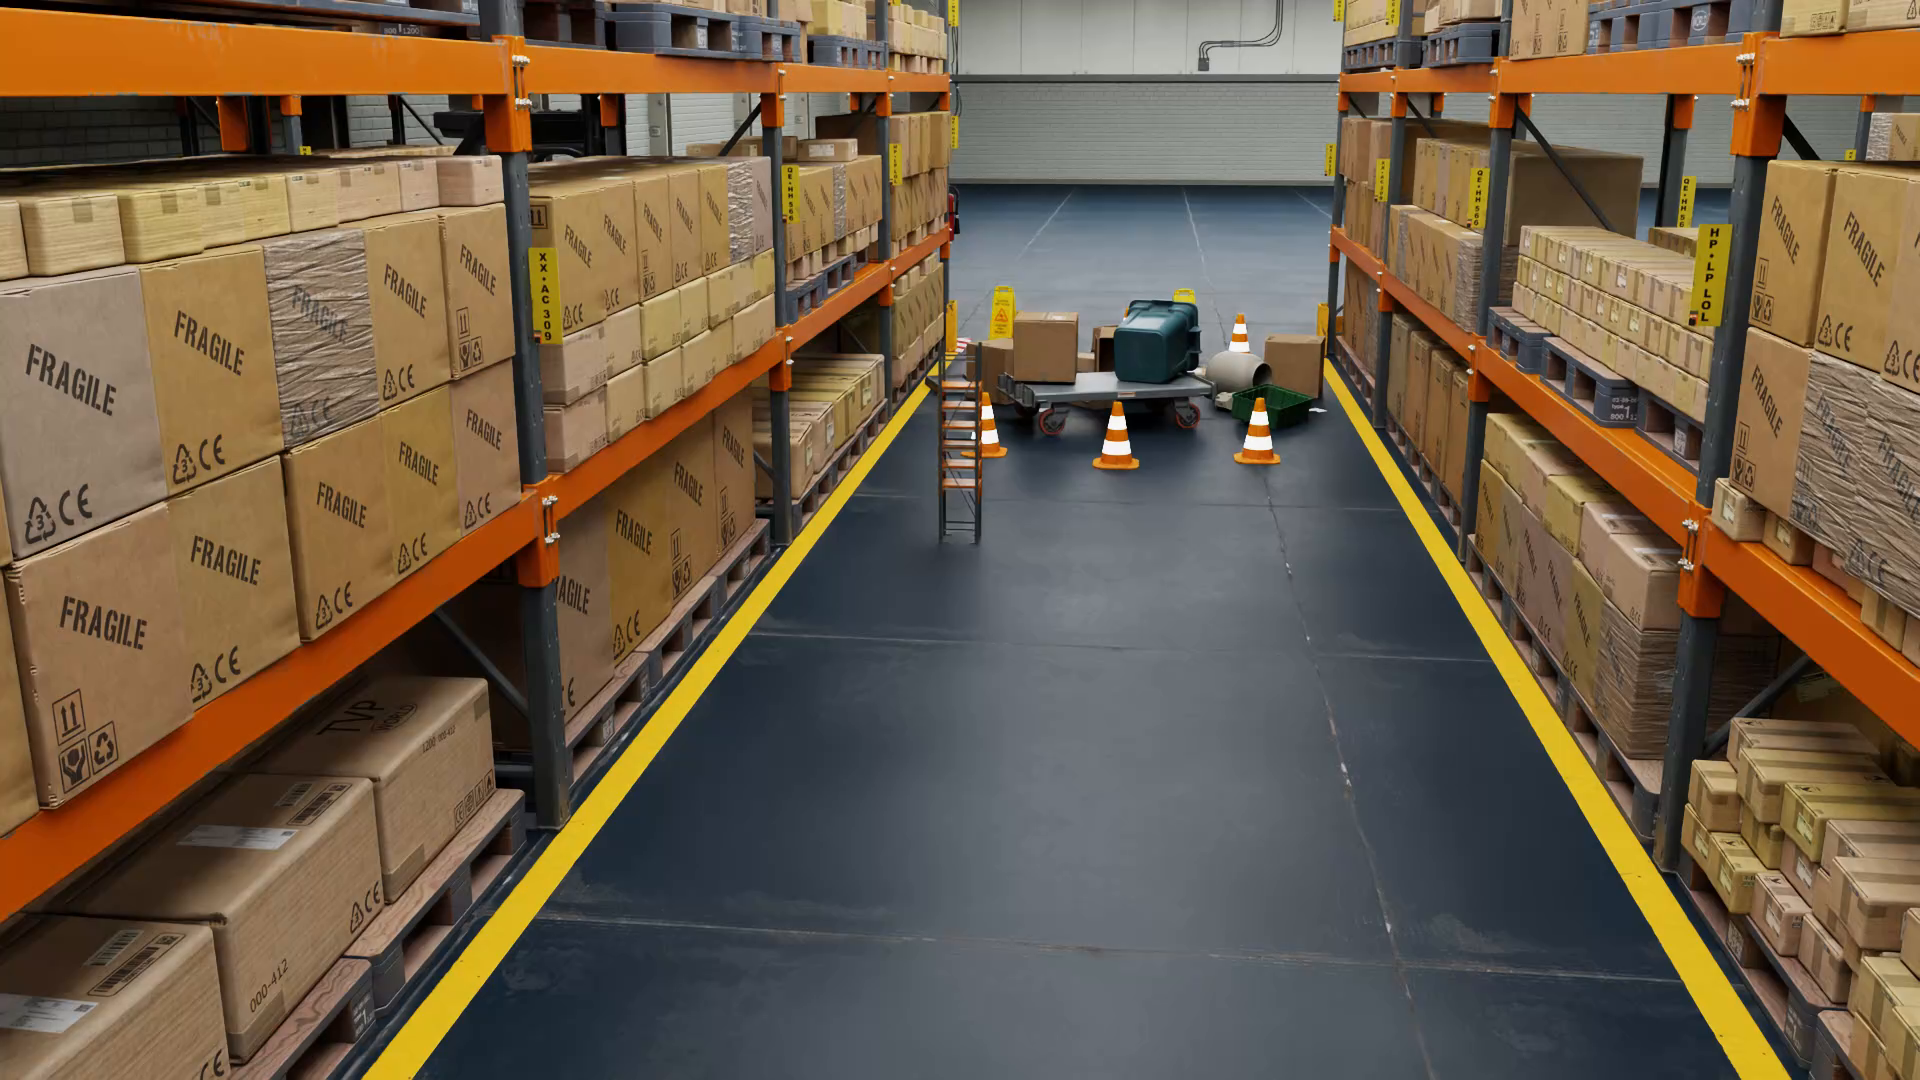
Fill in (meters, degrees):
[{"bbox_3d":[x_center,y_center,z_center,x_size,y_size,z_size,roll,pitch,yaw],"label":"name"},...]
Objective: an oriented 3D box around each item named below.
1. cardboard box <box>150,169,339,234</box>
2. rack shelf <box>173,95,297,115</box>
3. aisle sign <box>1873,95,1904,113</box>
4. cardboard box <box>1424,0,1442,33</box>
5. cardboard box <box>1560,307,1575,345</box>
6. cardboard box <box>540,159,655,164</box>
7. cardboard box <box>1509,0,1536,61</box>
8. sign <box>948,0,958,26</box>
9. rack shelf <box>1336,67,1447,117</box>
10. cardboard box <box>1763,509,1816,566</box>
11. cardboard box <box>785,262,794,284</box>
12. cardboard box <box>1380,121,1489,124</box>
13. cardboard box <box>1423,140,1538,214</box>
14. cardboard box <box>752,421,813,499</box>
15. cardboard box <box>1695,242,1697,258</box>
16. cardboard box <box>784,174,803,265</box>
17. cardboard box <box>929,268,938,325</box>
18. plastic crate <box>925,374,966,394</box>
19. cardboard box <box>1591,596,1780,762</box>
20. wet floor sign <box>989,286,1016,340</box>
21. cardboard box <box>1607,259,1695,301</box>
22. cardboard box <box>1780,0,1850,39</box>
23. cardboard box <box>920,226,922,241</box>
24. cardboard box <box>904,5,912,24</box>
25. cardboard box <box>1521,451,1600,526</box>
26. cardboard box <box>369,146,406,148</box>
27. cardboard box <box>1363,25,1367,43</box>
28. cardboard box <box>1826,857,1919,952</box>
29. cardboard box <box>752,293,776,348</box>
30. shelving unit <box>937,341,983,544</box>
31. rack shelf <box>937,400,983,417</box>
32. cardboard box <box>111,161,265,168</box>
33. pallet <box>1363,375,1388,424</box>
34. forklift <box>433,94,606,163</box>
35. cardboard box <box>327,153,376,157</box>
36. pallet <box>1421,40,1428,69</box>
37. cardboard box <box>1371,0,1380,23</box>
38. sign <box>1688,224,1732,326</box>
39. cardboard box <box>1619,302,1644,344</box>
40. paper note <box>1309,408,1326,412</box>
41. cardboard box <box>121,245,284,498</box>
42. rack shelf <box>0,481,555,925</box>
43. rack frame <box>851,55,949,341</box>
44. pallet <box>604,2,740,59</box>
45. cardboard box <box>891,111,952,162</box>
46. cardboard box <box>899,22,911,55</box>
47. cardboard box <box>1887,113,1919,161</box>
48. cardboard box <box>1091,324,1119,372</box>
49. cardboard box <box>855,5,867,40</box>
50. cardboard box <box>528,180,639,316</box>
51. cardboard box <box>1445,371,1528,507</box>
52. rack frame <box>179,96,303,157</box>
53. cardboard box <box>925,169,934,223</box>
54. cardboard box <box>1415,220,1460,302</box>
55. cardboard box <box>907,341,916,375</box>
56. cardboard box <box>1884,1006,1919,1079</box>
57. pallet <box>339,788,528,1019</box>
[{"bbox_3d":[-1.867,-0.888,4.349,0.380,0.149,0.250,2,15,6],"label":"cardboard box"},{"bbox_3d":[-6.225,-3.197,11.869,1.077,0.370,4.000,2,15,6],"label":"rack shelf"},{"bbox_3d":[8.940,-4.495,16.058,0.394,0.787,0.004,2,15,6],"label":"aisle sign"},{"bbox_3d":[3.546,-3.835,12.112,0.258,0.266,0.396,1,15,5],"label":"cardboard box"},{"bbox_3d":[3.043,-1.005,7.809,0.380,0.149,0.250,2,15,8],"label":"cardboard box"},{"bbox_3d":[-1.864,-1.713,8.645,0.500,0.500,0.500,2,15,6],"label":"cardboard box"},{"bbox_3d":[3.082,-2.668,8.346,0.500,0.500,0.500,2,15,6],"label":"cardboard box"},{"bbox_3d":[-0.067,-5.361,16.798,0.100,0.325,0.005,2,15,6],"label":"sign"},{"bbox_3d":[4.088,-3.969,14.727,1.077,0.370,4.000,2,15,6],"label":"rack shelf"},{"bbox_3d":[2.647,-0.021,4.973,0.380,0.149,0.250,2,15,8],"label":"cardboard box"},{"bbox_3d":[-1.232,-1.665,10.248,0.380,0.149,0.250,1,15,3],"label":"cardboard box"},{"bbox_3d":[4.082,-3.320,14.339,0.875,0.550,0.550,2,15,6],"label":"cardboard box"},{"bbox_3d":[3.756,-2.618,11.992,0.700,0.500,0.500,1,15,5],"label":"cardboard box"},{"bbox_3d":[-1.445,-0.513,10.541,0.950,0.372,0.625,1,15,2],"label":"cardboard box"},{"bbox_3d":[3.725,-1.338,7.901,0.380,0.149,0.250,2,15,8],"label":"cardboard box"},{"bbox_3d":[-1.238,-1.937,10.011,0.500,0.500,0.500,1,15,5],"label":"cardboard box"},{"bbox_3d":[-0.503,-2.393,16.293,0.500,0.500,0.500,2,15,8],"label":"cardboard box"},{"bbox_3d":[-0.075,-1.443,15.346,0.402,0.080,0.583,-4,16,-13],"label":"plastic crate"},{"bbox_3d":[2.793,0.530,6.441,0.500,0.500,0.500,1,15,5],"label":"cardboard box"},{"bbox_3d":[0.469,-2.388,17.758,0.267,0.644,0.232,7,17,25],"label":"wet floor sign"},{"bbox_3d":[2.959,-1.092,6.989,0.380,0.149,0.250,1,15,4],"label":"cardboard box"},{"bbox_3d":[2.645,-1.538,4.645,0.500,0.250,0.500,2,15,9],"label":"cardboard box"},{"bbox_3d":[-0.559,-2.818,15.319,0.380,0.149,0.250,2,15,6],"label":"cardboard box"},{"bbox_3d":[-0.612,-4.457,14.106,0.380,0.149,0.250,2,15,6],"label":"cardboard box"},{"bbox_3d":[2.967,-0.239,7.848,0.500,0.250,0.500,2,15,7],"label":"cardboard box"},{"bbox_3d":[-5.877,-3.941,16.984,0.380,0.149,0.250,2,15,7],"label":"cardboard box"},{"bbox_3d":[3.786,-4.492,14.767,0.380,0.149,0.250,2,15,7],"label":"cardboard box"},{"bbox_3d":[2.529,0.963,4.371,0.380,0.149,0.250,2,15,7],"label":"cardboard box"},{"bbox_3d":[-1.318,-1.221,9.218,0.500,0.250,0.500,1,15,4],"label":"cardboard box"},{"bbox_3d":[0.002,-0.583,10.019,0.258,1.200,0.189,2,15,6],"label":"shelving unit"},{"bbox_3d":[0.002,-0.772,9.968,0.258,0.103,0.180,2,15,6],"label":"rack shelf"},{"bbox_3d":[-2.263,-1.030,4.875,0.380,0.149,0.250,2,15,6],"label":"cardboard box"},{"bbox_3d":[4.026,-1.199,14.191,1.003,0.211,1.213,2,15,6],"label":"pallet"},{"bbox_3d":[-3.198,-2.151,12.503,1.130,2.935,3.031,-11,19,-35],"label":"forklift"},{"bbox_3d":[-5.576,-3.462,15.216,0.380,0.149,0.250,1,15,5],"label":"cardboard box"},{"bbox_3d":[3.808,-3.466,11.855,0.805,0.209,1.217,1,15,4],"label":"pallet"},{"bbox_3d":[3.779,-4.516,14.092,0.500,0.250,0.500,2,15,6],"label":"cardboard box"},{"bbox_3d":[2.408,-0.849,5.338,0.100,0.325,0.005,2,15,6],"label":"sign"},{"bbox_3d":[2.925,-0.880,6.778,0.380,0.149,0.250,1,15,3],"label":"cardboard box"},{"bbox_3d":[3.039,-1.118,14.237,0.147,0.020,0.142,-10,18,-32],"label":"paper note"},{"bbox_3d":[-1.927,-0.402,3.794,0.500,0.500,0.500,2,15,6],"label":"cardboard box"},{"bbox_3d":[-2.196,0.471,4.050,1.077,0.370,4.000,2,15,6],"label":"rack shelf"},{"bbox_3d":[-0.616,-3.507,17.385,1.000,3.000,0.127,2,15,6],"label":"rack frame"},{"bbox_3d":[-1.662,-2.330,7.648,1.003,0.211,1.213,2,15,9],"label":"pallet"},{"bbox_3d":[-0.457,-4.043,16.689,0.700,0.500,0.500,1,15,5],"label":"cardboard box"},{"bbox_3d":[-0.697,-4.229,14.025,0.500,0.250,0.500,2,15,6],"label":"cardboard box"},{"bbox_3d":[8.834,-3.625,15.146,0.500,0.500,0.500,2,15,6],"label":"cardboard box"},{"bbox_3d":[1.701,-1.772,15.750,0.797,0.503,0.637,-10,18,-32],"label":"cardboard box"},{"bbox_3d":[-0.989,-3.892,12.545,0.500,0.250,0.500,1,15,5],"label":"cardboard box"},{"bbox_3d":[-1.605,-1.164,6.613,0.500,0.500,0.500,2,15,6],"label":"cardboard box"},{"bbox_3d":[3.569,-0.584,10.082,1.050,0.750,0.750,1,15,5],"label":"cardboard box"},{"bbox_3d":[-6.000,-2.615,14.085,1.000,3.000,0.127,2,15,6],"label":"rack frame"},{"bbox_3d":[-0.525,-3.290,15.823,0.500,0.500,0.500,2,15,6],"label":"cardboard box"},{"bbox_3d":[3.363,-1.877,11.167,0.500,0.500,0.500,2,15,7],"label":"cardboard box"},{"bbox_3d":[-0.683,-1.629,14.902,0.500,0.250,0.500,3,15,9],"label":"cardboard box"},{"bbox_3d":[2.438,1.239,3.919,0.380,0.149,0.250,2,15,7],"label":"cardboard box"},{"bbox_3d":[-2.134,1.146,5.518,1.003,0.211,1.213,2,15,6],"label":"pallet"}]
